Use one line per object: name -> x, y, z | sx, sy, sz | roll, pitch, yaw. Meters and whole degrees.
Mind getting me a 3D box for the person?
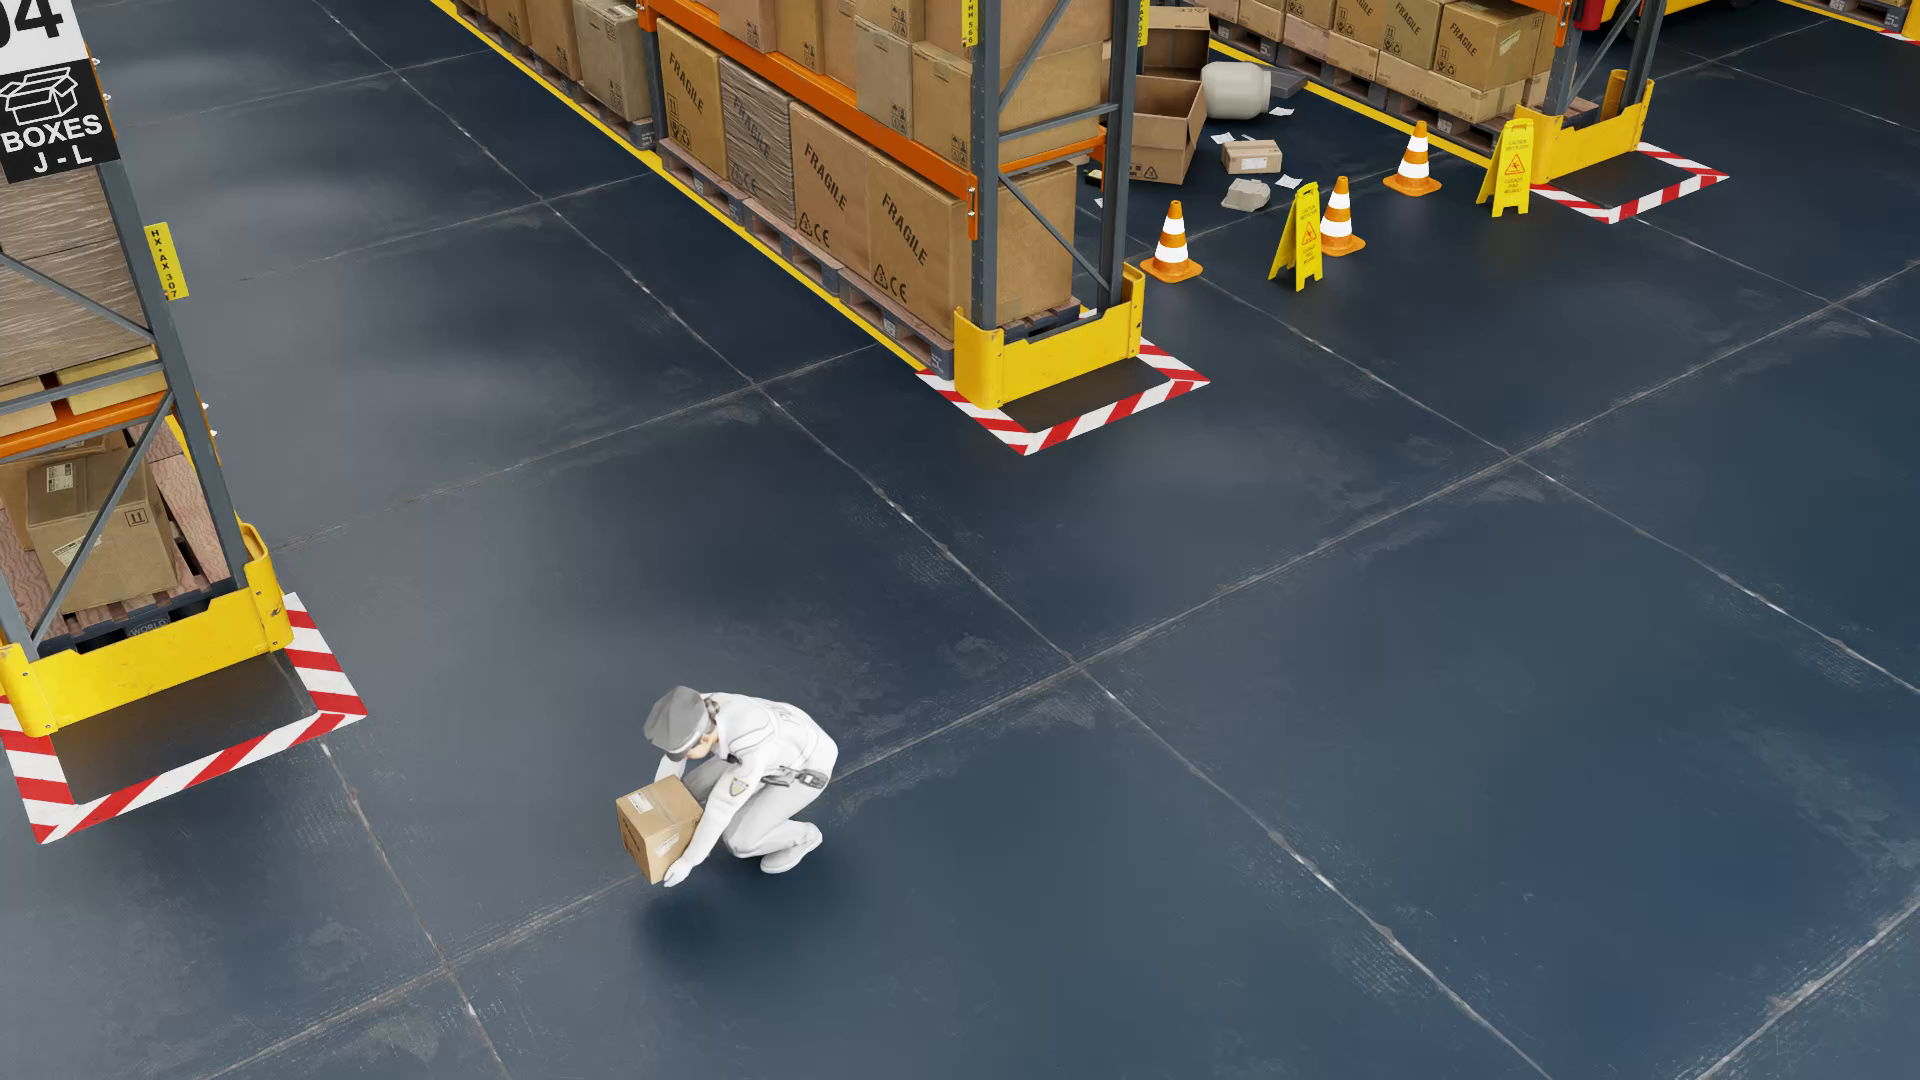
person -> -0.869, 0.871, 6.427 | 0.817, 0.966, 0.502 | -23, 42, -28
